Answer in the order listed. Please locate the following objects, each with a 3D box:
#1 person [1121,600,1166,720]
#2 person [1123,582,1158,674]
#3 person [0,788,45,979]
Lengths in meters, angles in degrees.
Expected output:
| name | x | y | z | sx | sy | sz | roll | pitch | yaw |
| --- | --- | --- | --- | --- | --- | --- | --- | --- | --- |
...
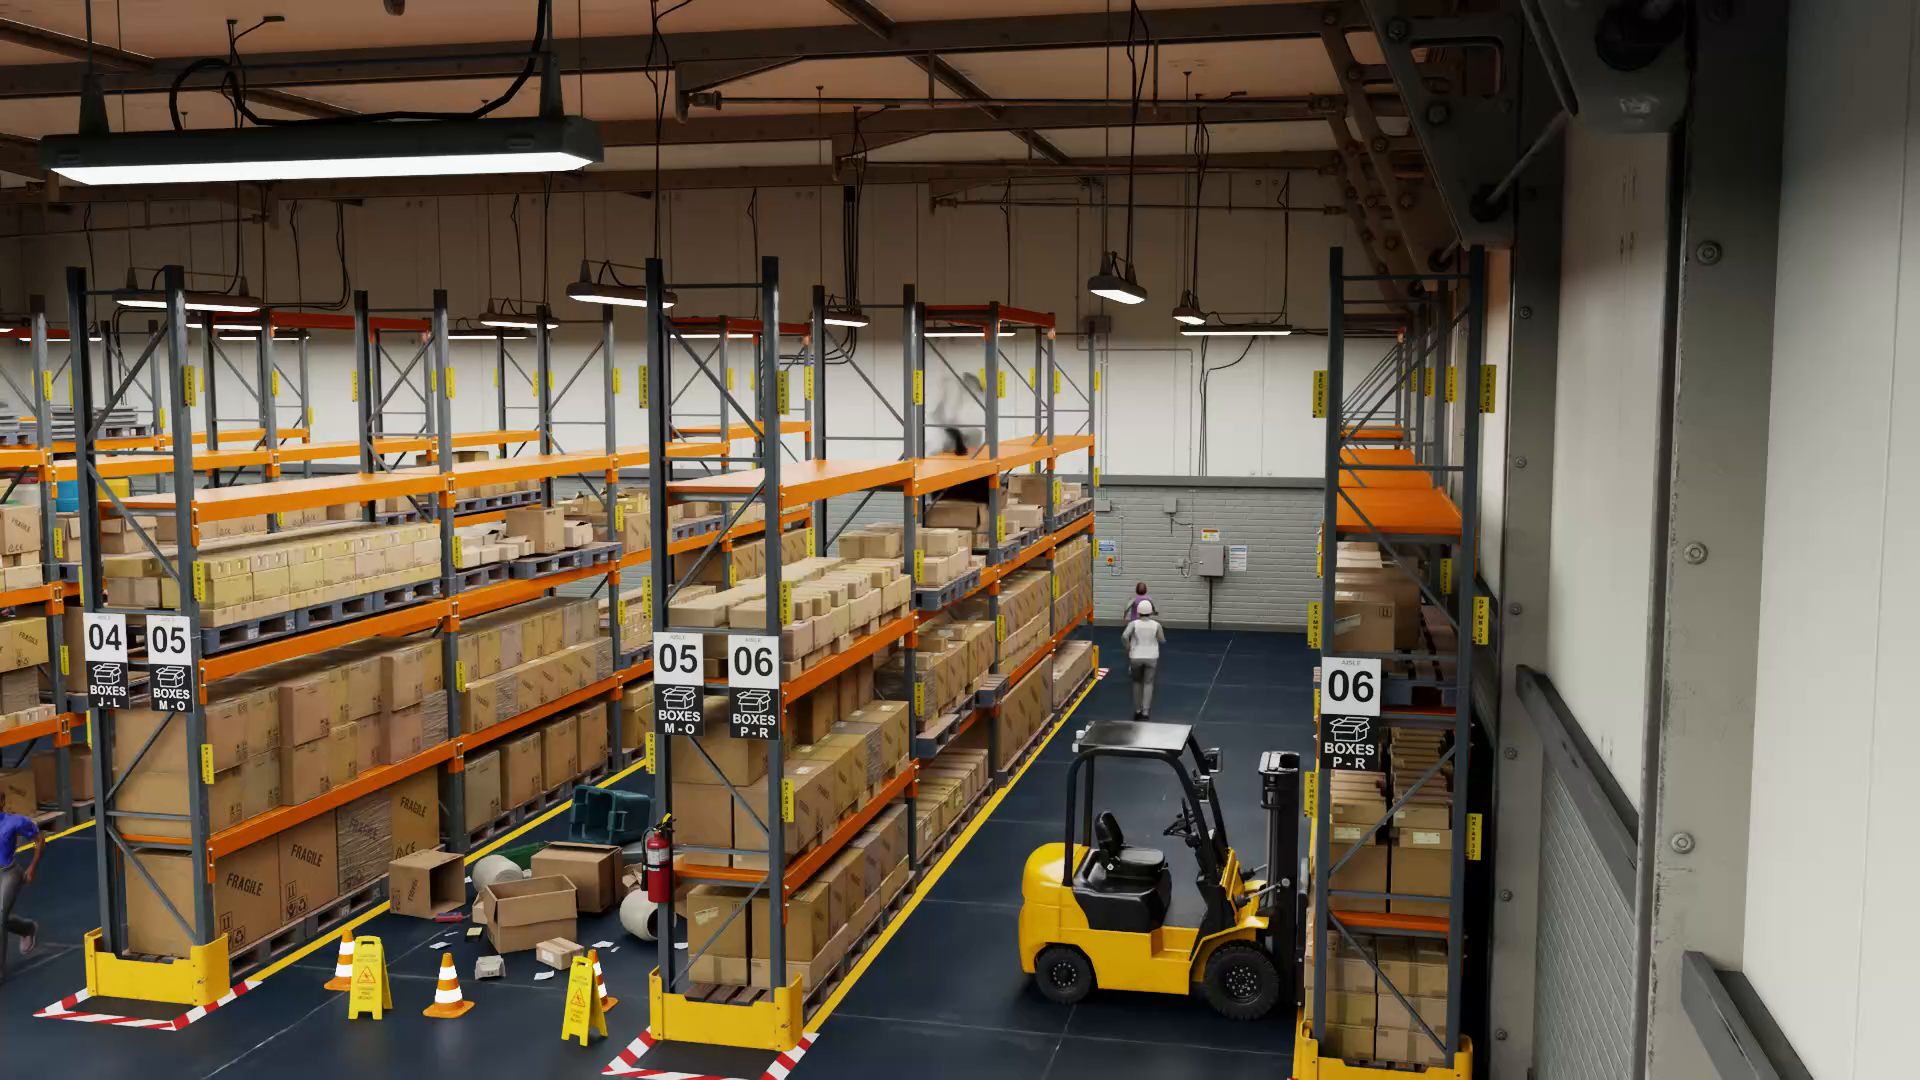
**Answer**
| name | x | y | z | sx | sy | sz | roll | pitch | yaw |
| --- | --- | --- | --- | --- | --- | --- | --- | --- | --- |
| person | 2.718 | 1.785 | 24.573 | 0.647 | 1.812 | 0.827 | 1 | 6 | 10 |
| person | 3.040 | 1.528 | 28.029 | 0.609 | 1.638 | 0.787 | 0 | 6 | -2 |
| person | -8.212 | 2.921 | 14.271 | 0.616 | 1.661 | 0.847 | 1 | 6 | 6 |
